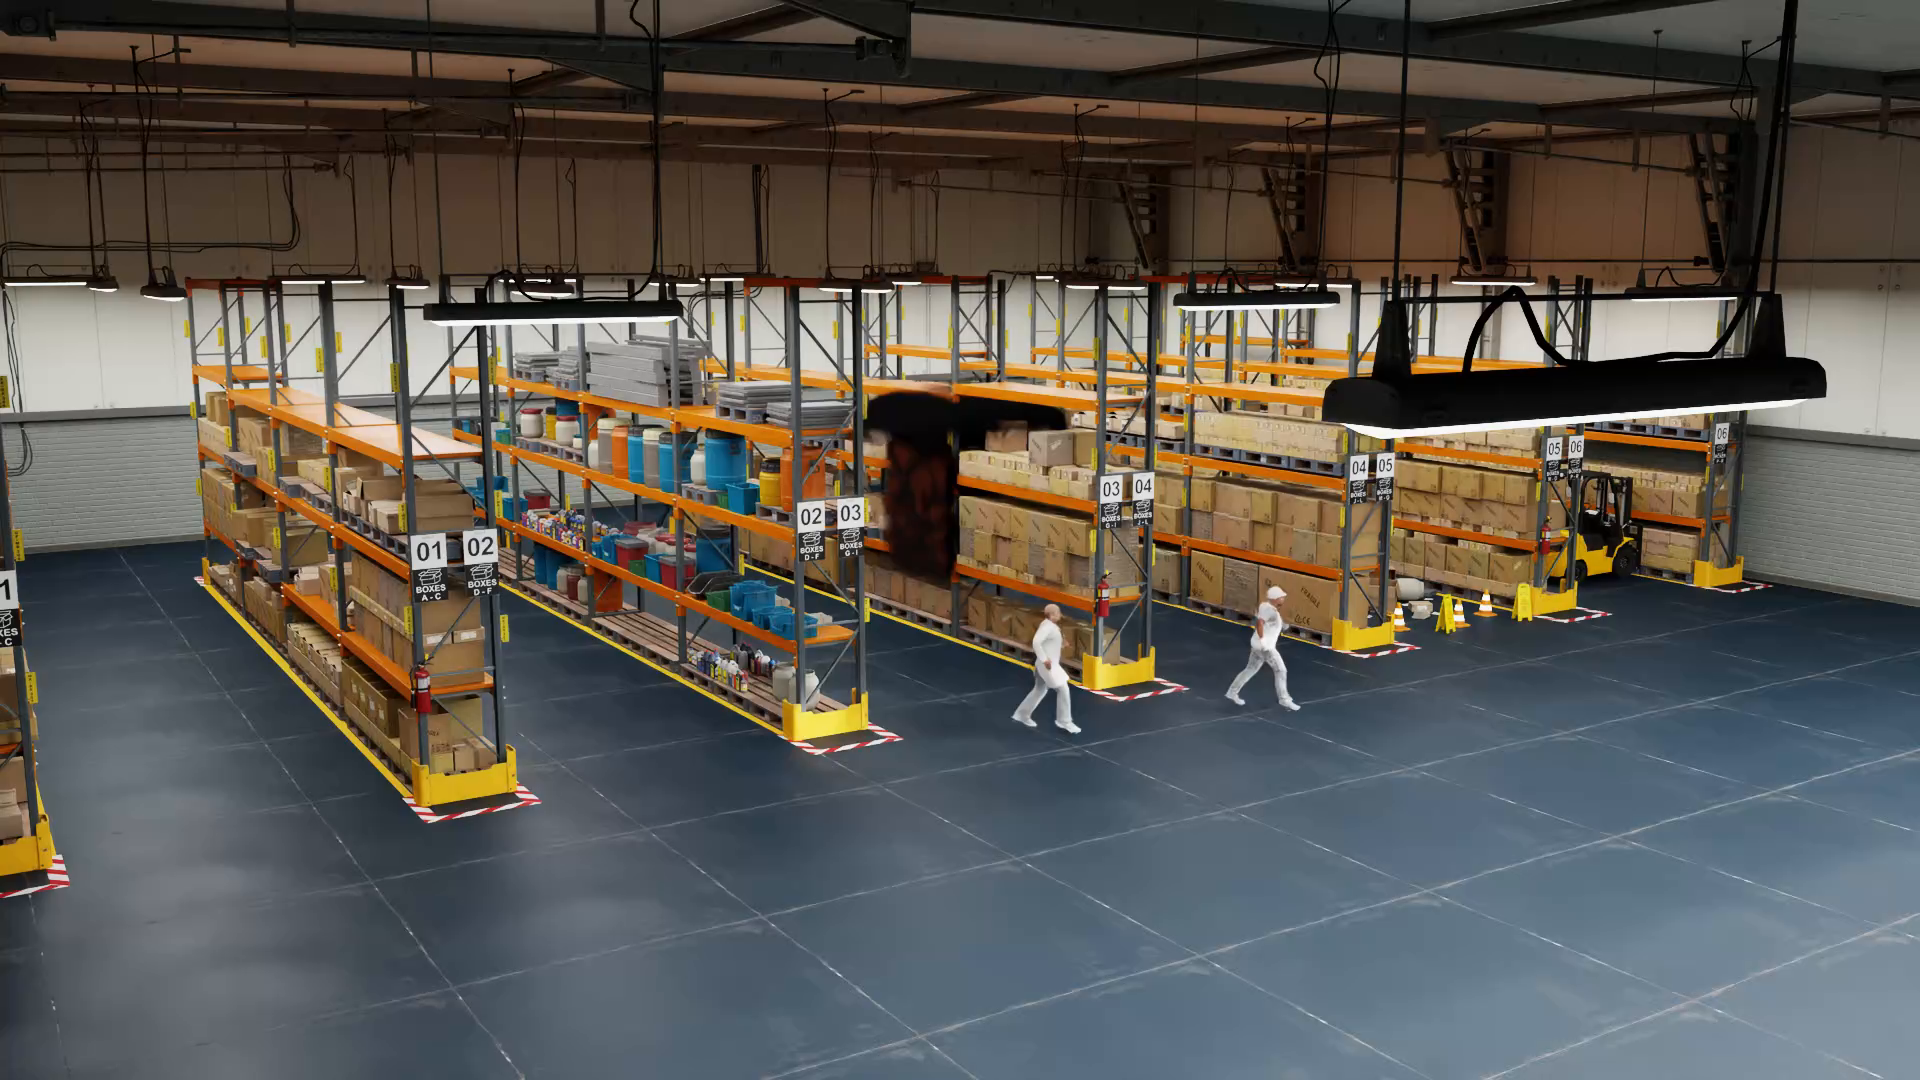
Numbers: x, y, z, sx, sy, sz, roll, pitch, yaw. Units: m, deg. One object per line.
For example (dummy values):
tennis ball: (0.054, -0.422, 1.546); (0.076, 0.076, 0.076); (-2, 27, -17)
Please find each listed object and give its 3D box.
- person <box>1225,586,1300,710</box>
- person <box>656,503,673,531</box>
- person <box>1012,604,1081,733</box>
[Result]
person: (4.300, 1.524, 23.468); (1.044, 1.761, 0.745); (0, 10, 0)
person: (-6.838, -0.957, 39.110); (0.675, 1.602, 0.466); (-3, 10, -16)
person: (1.177, 1.742, 22.301); (0.940, 1.812, 0.785); (0, 10, -1)
